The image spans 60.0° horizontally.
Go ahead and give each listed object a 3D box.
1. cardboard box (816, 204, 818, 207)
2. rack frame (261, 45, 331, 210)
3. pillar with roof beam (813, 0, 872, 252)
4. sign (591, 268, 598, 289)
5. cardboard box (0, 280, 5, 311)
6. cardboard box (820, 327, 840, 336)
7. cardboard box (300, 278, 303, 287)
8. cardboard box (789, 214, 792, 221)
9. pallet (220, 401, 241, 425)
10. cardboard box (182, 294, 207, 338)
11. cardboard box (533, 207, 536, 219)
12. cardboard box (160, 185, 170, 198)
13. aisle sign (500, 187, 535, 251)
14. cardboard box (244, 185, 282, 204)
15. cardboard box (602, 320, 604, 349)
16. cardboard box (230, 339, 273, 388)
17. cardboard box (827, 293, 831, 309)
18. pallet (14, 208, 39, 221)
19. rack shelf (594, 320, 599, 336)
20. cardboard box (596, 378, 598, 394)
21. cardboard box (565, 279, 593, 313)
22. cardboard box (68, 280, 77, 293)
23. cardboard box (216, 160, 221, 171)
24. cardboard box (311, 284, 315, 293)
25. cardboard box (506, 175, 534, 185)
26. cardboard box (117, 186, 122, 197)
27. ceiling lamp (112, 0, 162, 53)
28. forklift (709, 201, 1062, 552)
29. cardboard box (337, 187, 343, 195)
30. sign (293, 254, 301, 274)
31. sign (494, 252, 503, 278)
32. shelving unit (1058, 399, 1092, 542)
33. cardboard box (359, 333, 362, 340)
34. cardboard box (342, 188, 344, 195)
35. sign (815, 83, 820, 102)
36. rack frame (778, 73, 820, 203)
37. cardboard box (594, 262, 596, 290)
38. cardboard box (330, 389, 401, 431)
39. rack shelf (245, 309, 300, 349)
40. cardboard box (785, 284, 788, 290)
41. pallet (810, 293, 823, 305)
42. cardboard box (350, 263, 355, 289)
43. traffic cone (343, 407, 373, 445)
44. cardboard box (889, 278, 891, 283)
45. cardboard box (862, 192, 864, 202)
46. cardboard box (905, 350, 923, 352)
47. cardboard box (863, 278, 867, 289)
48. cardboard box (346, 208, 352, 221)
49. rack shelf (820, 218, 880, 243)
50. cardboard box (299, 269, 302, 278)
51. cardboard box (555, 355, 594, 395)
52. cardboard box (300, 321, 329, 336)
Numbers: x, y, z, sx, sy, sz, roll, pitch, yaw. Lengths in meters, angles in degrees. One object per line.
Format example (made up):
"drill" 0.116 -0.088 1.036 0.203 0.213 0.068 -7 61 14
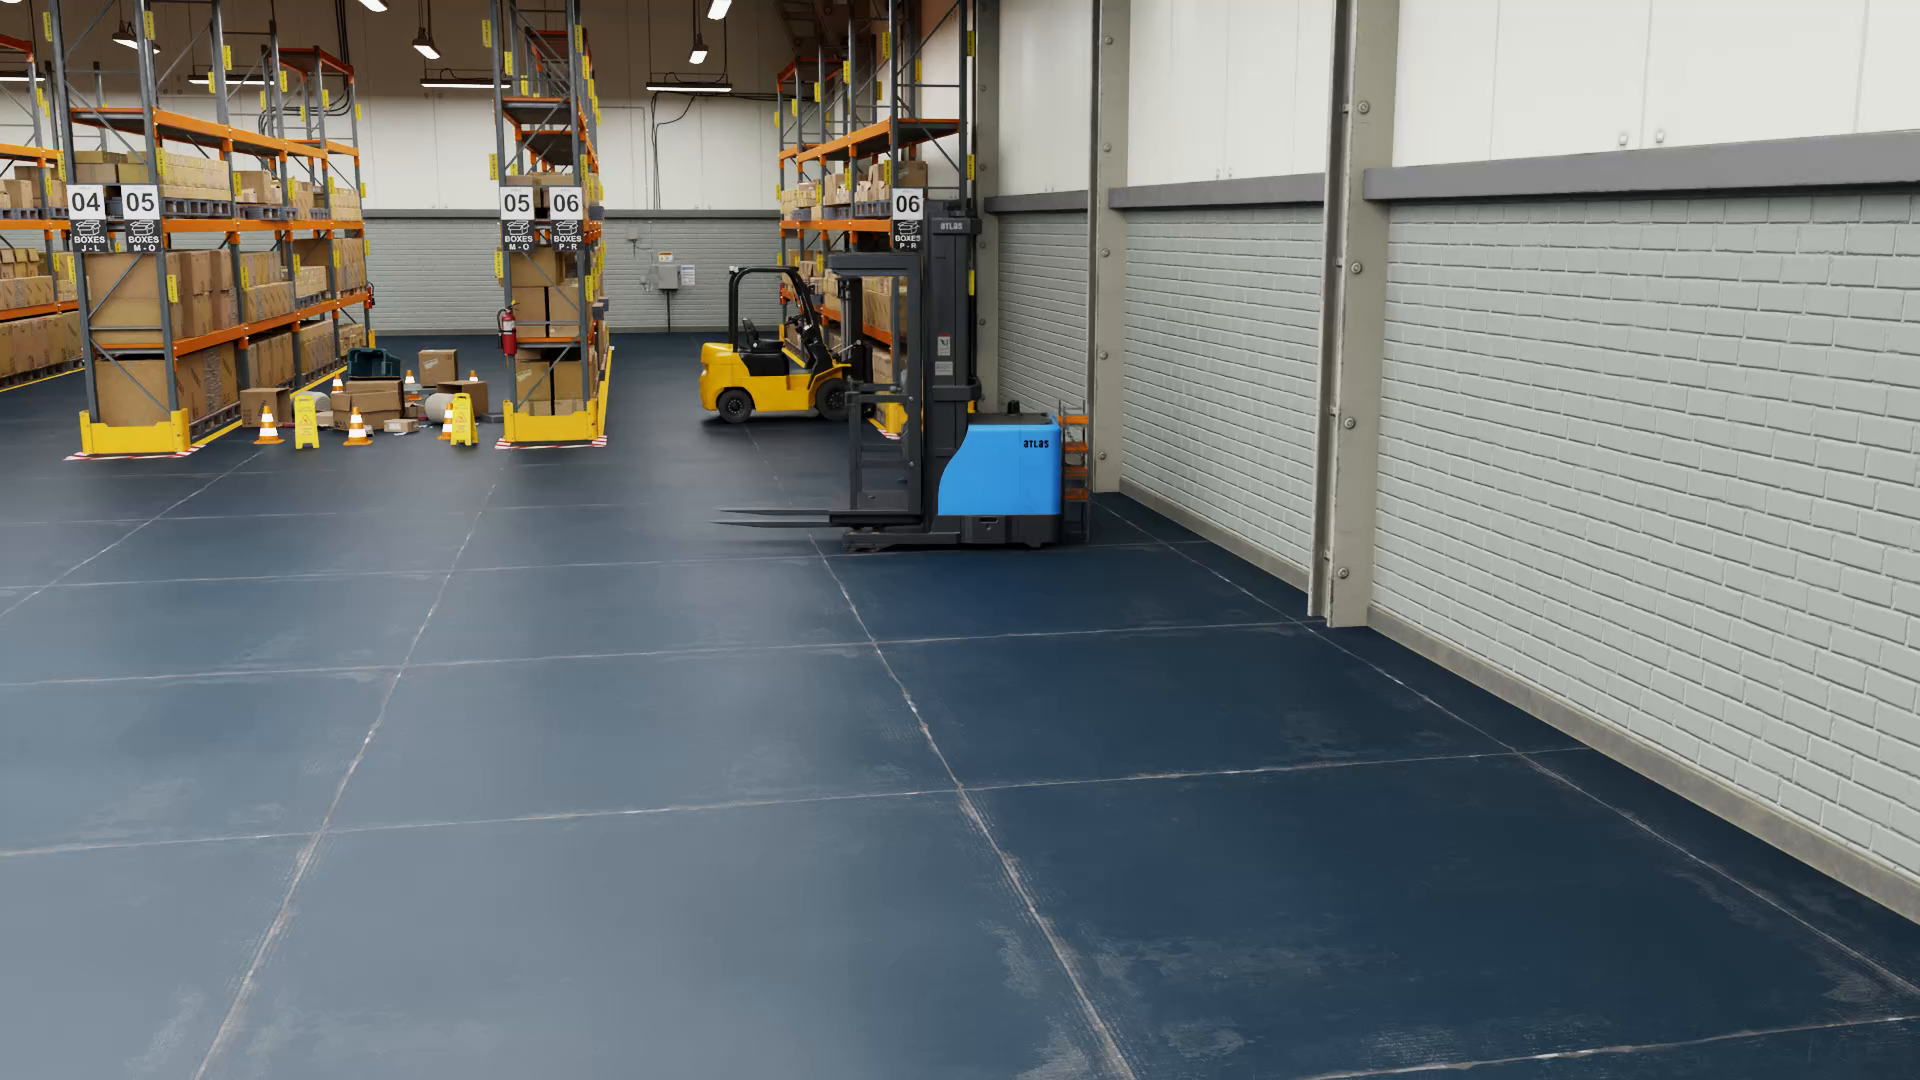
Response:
"cardboard box" -2.494 -6.307 31.122 0.380 0.149 0.250 -2 11 -9
"rack frame" -12.447 -7.719 31.183 1.000 3.000 0.127 -2 11 -11
"pillar with roof beam" -6.217 -8.102 33.199 9.100 9.000 0.548 -2 11 -11
"sign" -5.524 -3.949 25.109 0.100 0.325 0.005 -2 11 -11
"cardboard box" -16.484 -4.119 28.047 0.500 0.500 0.500 -2 11 -13
"cardboard box" -2.393 -3.845 30.703 0.380 0.149 0.250 -3 11 -14
"cardboard box" -11.725 -4.508 29.111 0.380 0.149 0.250 -2 11 -11
"cardboard box" -3.431 -6.838 35.250 0.380 0.149 0.250 -2 11 -10
"pallet" -10.820 -1.792 23.549 1.003 0.211 1.213 -2 11 -11
"cardboard box" -10.344 -2.918 21.605 0.875 0.550 0.550 -2 11 -11
"cardboard box" -5.621 -4.175 21.258 0.380 0.149 0.250 -2 11 -11
"cardboard box" -9.865 -4.251 20.267 0.380 0.149 0.250 -2 11 -11
"aisle sign" -5.549 -4.025 20.866 0.394 0.787 0.004 -2 11 -11
"cardboard box" -11.171 -5.542 26.619 0.500 0.311 0.500 -2 11 -11
"cardboard box" -7.412 -4.022 32.365 0.875 0.875 0.875 -2 11 -9
"cardboard box" -11.284 -2.693 25.718 1.050 0.750 0.750 -2 11 -11
"cardboard box" -2.025 -4.161 28.939 0.500 0.250 0.500 -2 11 -12
"pallet" -17.105 -5.823 29.757 0.805 0.209 1.217 -3 11 -13
"rack shelf" -6.444 -3.516 27.073 1.077 0.370 4.000 -2 11 -11
"cardboard box" -5.676 -2.260 24.778 0.500 0.250 0.500 -2 11 -8
"cardboard box" -5.618 -3.532 24.166 0.500 0.500 0.500 -2 11 -9
"cardboard box" -17.258 -4.869 31.863 0.500 0.250 0.500 -2 11 -11
"cardboard box" -10.410 -5.154 22.878 0.380 0.149 0.250 -2 11 -11
"cardboard box" -11.919 -4.550 30.129 0.380 0.149 0.250 -2 11 -9
"cardboard box" -5.632 -4.563 21.162 0.380 0.149 0.250 -2 11 -10
"cardboard box" -10.609 -4.318 20.621 0.380 0.149 0.250 -2 11 -10
"ceiling lamp" -14.466 -10.372 29.510 0.800 3.185 2.000 -2 11 -11
"forklift" -0.647 -1.440 14.423 3.031 2.935 1.130 0 11 -1
"cardboard box" -12.474 -6.918 32.996 0.380 0.149 0.250 -2 11 -8
"sign" -11.125 -4.628 27.891 0.100 0.325 0.005 -2 11 -11
"sign" -5.825 -3.477 21.000 0.100 0.325 0.005 -2 11 -11
"shelving unit" 1.009 -0.623 14.763 0.258 1.200 0.503 0 11 -1
"cardboard box" -12.739 -4.276 34.844 0.380 0.149 0.250 -3 11 -13
"cardboard box" -12.538 -6.966 33.246 0.380 0.149 0.250 -2 11 -13
"sign" -2.495 -7.841 29.116 0.100 0.325 0.005 -2 11 -11
"rack frame" -3.521 -8.832 37.033 1.000 3.000 0.127 -2 11 -11
"cardboard box" -5.963 -4.093 25.991 0.500 0.500 0.500 -2 11 -11
"cardboard box" -8.102 -1.773 22.666 0.637 0.503 0.797 9 14 38
"rack shelf" -11.280 -3.318 26.030 1.077 0.370 4.000 -2 11 -11
"cardboard box" -3.726 -5.691 37.248 0.380 0.149 0.250 -2 11 -11
"pallet" -2.165 -4.445 30.543 1.213 0.211 1.003 -2 11 -11
"cardboard box" -12.595 -5.348 33.711 0.500 0.500 0.500 -2 11 -8
"traffic cone" -7.649 -1.452 21.090 0.336 0.463 0.334 -2 11 -11
"cardboard box" -0.764 -3.567 22.615 0.380 0.149 0.250 -2 11 -11
"cardboard box" -1.248 -5.055 24.494 0.380 0.149 0.250 -2 11 -9
"cardboard box" -0.504 -2.576 23.765 0.500 0.250 0.500 -2 11 -11
"cardboard box" -1.228 -3.794 24.603 0.380 0.149 0.250 -2 11 -12
"cardboard box" -12.564 -6.550 33.465 0.500 0.250 0.500 -2 11 -8
"rack shelf" -1.576 -5.171 27.745 1.077 0.370 4.000 -2 11 -11
"cardboard box" -11.718 -4.648 29.052 0.380 0.149 0.250 -3 11 -13
"cardboard box" -5.274 -2.251 22.728 0.500 0.500 0.500 -3 11 -13
"cardboard box" -11.967 -3.896 30.701 0.500 0.250 0.500 -2 11 -8
